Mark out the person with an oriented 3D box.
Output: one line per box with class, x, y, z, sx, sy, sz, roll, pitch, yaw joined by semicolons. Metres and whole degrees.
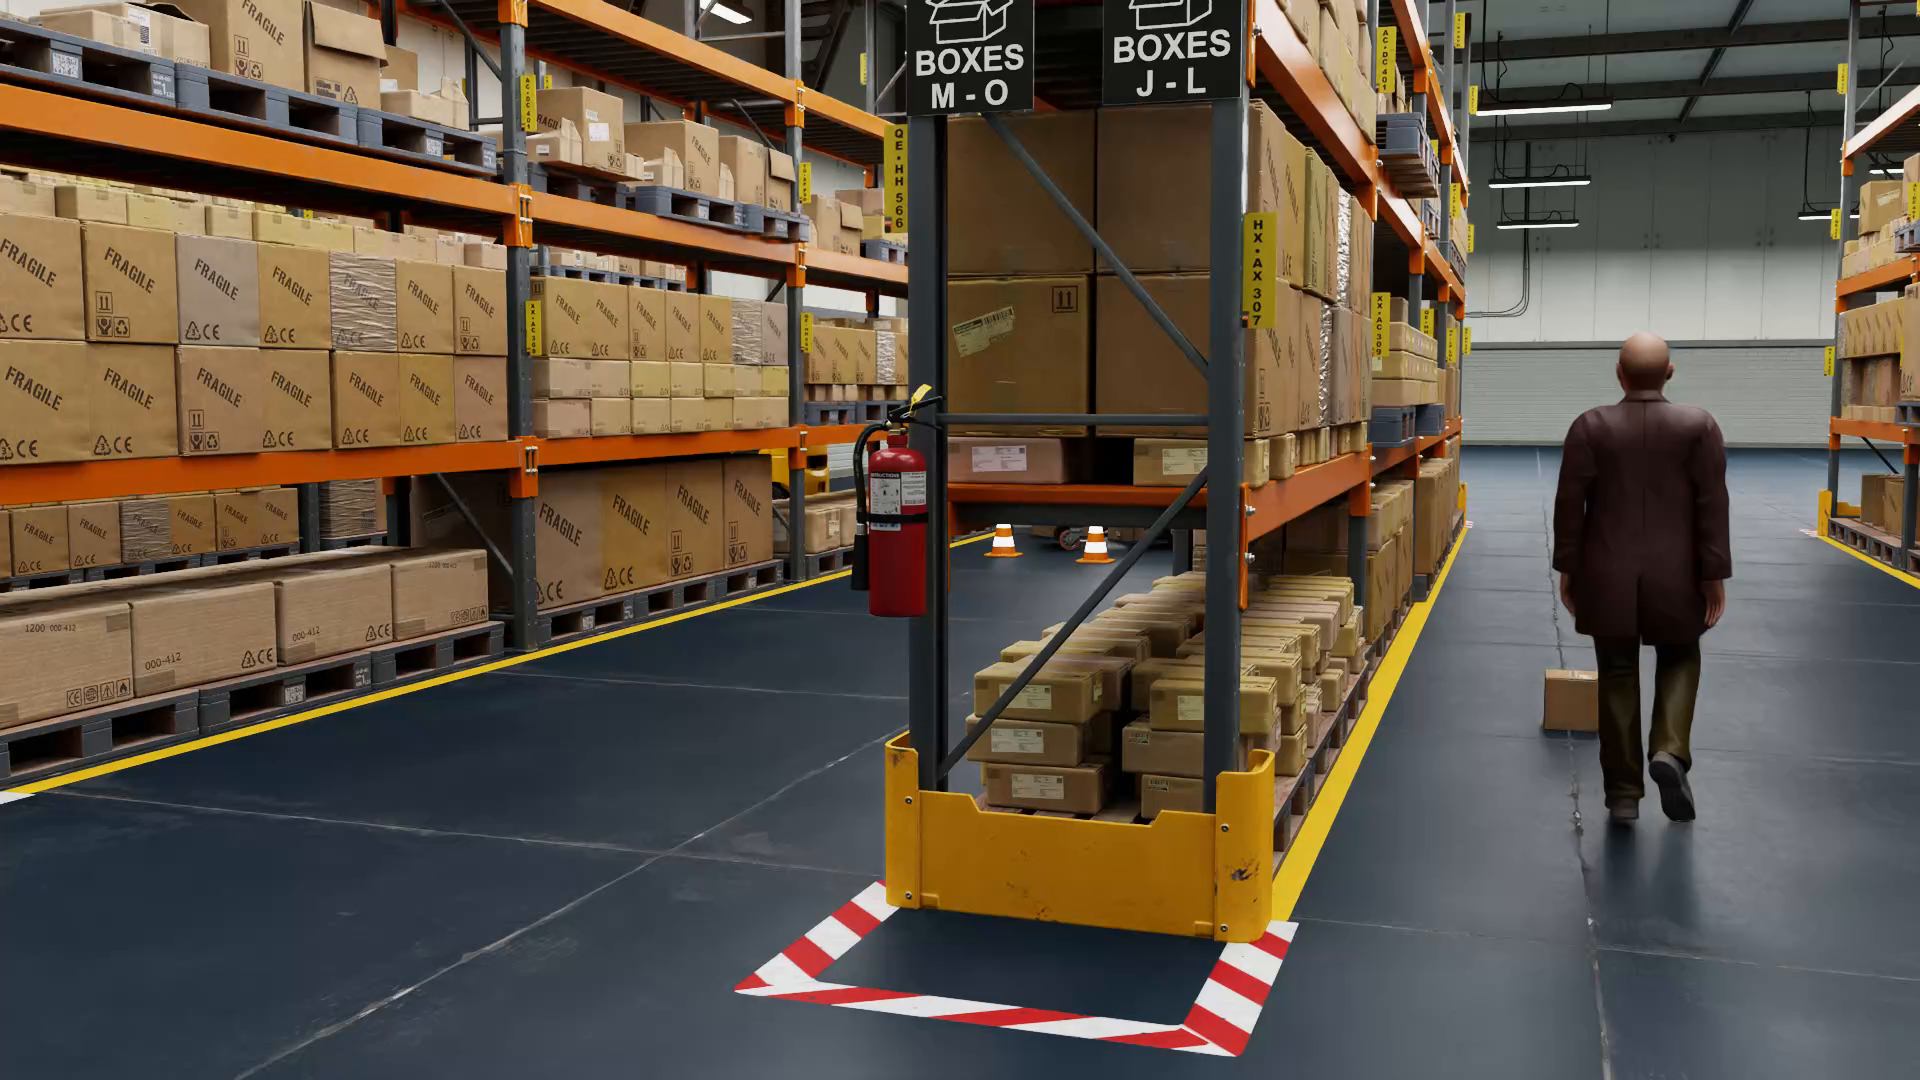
person;2.517;0.241;6.172;0.610;1.605;0.479;2;5;20
